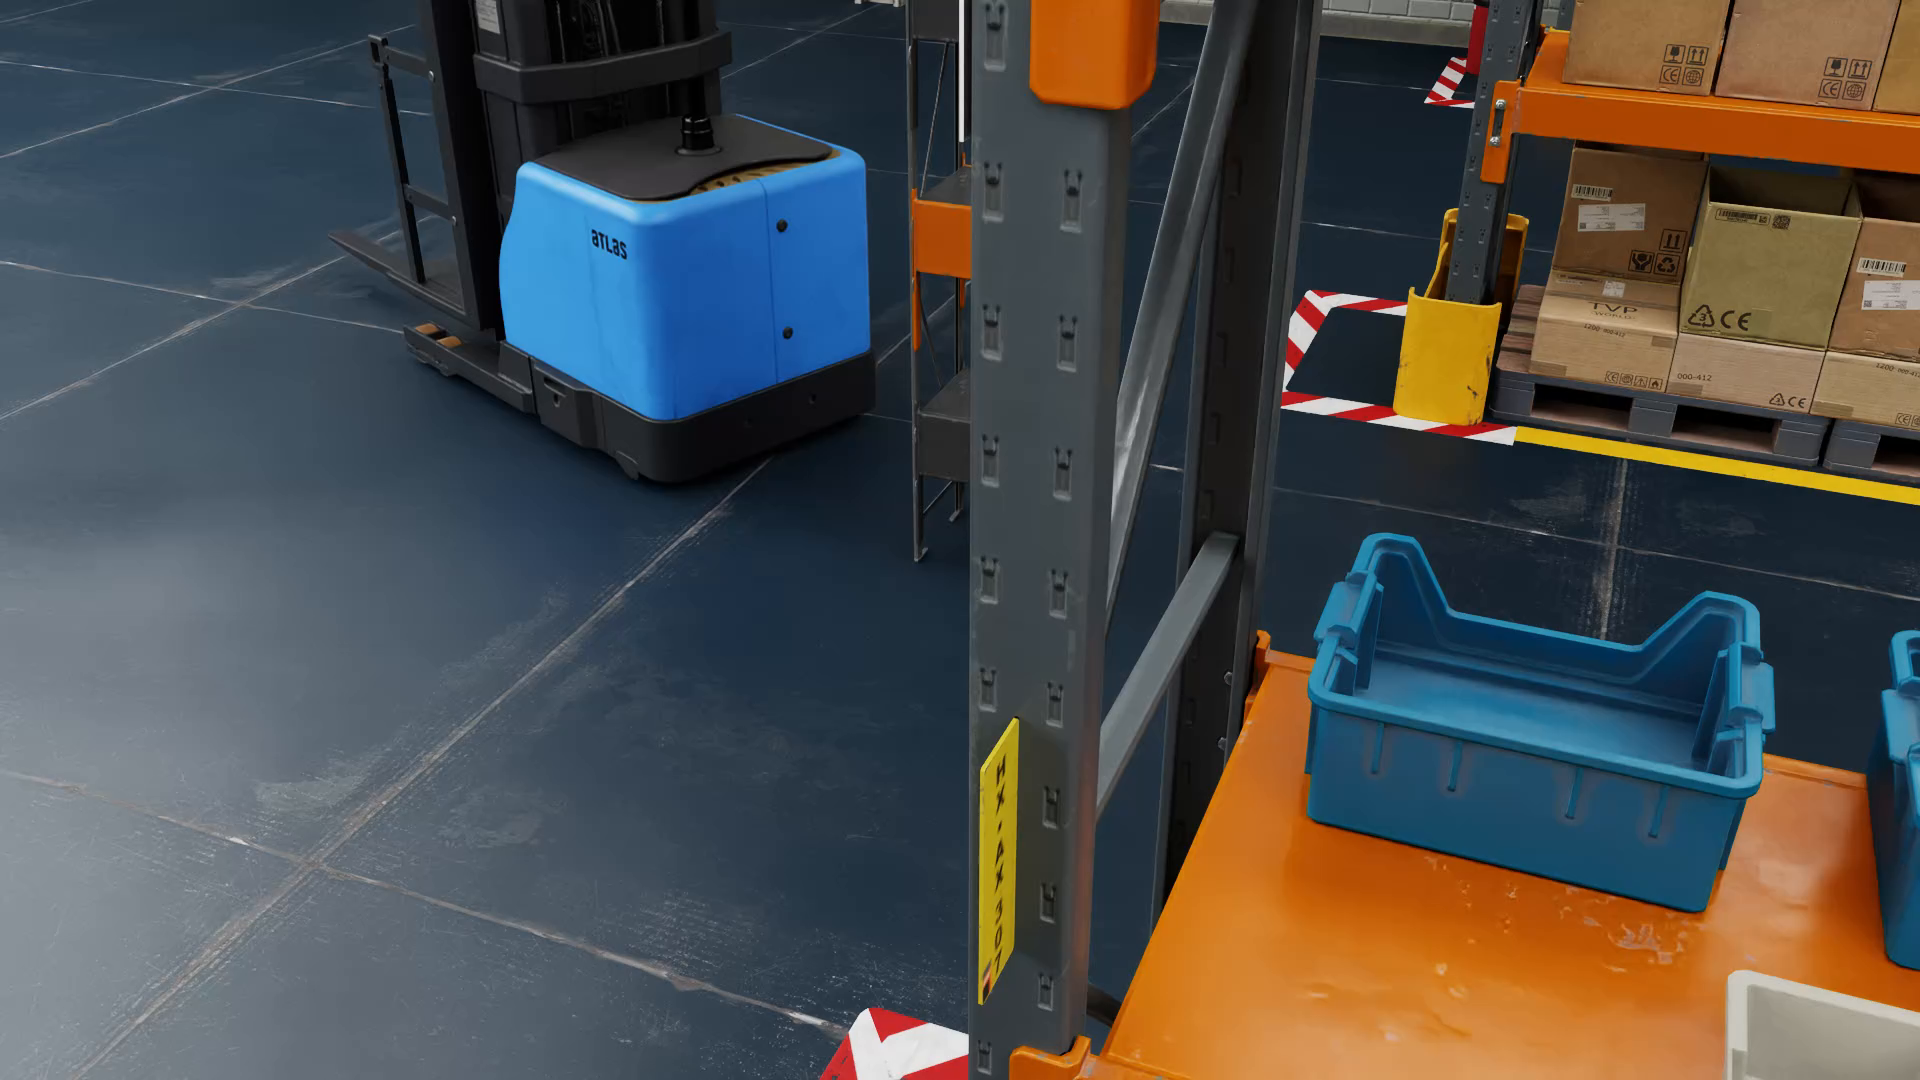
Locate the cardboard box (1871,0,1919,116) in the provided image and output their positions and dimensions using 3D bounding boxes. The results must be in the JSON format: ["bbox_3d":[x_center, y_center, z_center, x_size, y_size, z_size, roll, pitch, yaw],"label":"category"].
[{"bbox_3d":[3.492,-1.798,5.781,0.500,0.500,0.700,12,31,19],"label":"cardboard box"}]

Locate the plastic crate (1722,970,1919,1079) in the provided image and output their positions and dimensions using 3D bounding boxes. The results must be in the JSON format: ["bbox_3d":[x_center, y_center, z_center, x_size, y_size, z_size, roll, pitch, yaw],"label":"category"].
[{"bbox_3d":[0.960,0.649,1.822,0.250,0.136,0.298,11,31,19],"label":"plastic crate"}]

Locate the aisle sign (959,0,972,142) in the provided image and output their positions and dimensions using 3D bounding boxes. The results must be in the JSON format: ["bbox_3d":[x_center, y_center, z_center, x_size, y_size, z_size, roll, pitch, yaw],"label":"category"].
[{"bbox_3d":[0.075,-0.790,1.457,0.004,0.787,0.394,11,31,19],"label":"aisle sign"}]

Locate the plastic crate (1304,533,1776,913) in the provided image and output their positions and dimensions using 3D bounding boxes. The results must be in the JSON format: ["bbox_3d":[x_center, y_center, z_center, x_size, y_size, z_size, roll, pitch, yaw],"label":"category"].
[{"bbox_3d":[0.828,0.243,2.423,0.616,0.251,0.499,11,31,19],"label":"plastic crate"}]

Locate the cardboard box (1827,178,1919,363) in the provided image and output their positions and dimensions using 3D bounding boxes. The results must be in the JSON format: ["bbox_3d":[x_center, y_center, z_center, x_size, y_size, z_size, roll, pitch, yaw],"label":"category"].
[{"bbox_3d":[3.463,-0.969,6.022,0.500,0.500,0.500,11,31,19],"label":"cardboard box"}]

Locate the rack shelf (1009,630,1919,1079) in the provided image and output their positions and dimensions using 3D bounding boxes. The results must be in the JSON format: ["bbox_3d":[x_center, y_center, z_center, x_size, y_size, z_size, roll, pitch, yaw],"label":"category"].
[{"bbox_3d":[2.105,0.905,1.832,4.000,0.370,1.077,11,31,19],"label":"rack shelf"}]

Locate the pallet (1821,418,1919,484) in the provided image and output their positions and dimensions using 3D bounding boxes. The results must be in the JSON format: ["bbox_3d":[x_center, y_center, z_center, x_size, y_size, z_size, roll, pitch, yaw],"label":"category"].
[{"bbox_3d":[3.969,-0.473,6.373,1.213,0.211,1.003,11,31,19],"label":"pallet"}]

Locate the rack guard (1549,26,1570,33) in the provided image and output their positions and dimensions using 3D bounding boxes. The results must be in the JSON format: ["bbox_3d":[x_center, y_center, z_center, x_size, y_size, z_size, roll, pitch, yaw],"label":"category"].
[{"bbox_3d":[4.047,-3.193,10.891,0.348,0.500,1.175,11,31,19],"label":"rack guard"}]

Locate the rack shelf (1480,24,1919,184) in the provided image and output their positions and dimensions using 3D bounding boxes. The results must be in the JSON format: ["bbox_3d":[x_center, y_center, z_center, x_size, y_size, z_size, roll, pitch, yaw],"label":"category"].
[{"bbox_3d":[3.971,-1.353,5.826,4.000,0.370,1.077,11,31,19],"label":"rack shelf"}]

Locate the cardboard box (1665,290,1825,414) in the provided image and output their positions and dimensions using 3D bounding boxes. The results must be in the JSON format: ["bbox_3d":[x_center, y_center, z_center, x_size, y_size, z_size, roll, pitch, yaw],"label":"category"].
[{"bbox_3d":[2.996,-0.730,6.362,0.500,0.250,0.500,11,31,19],"label":"cardboard box"}]

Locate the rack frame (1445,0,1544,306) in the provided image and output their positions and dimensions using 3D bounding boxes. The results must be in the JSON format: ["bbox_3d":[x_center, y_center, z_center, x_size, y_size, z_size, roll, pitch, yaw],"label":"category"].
[{"bbox_3d":[2.118,-2.036,6.304,0.127,3.000,1.000,11,31,19],"label":"rack frame"}]

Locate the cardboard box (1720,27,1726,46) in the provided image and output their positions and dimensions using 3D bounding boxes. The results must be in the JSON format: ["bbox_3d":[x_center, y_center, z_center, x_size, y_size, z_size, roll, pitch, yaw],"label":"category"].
[{"bbox_3d":[4.584,-3.147,10.556,0.500,0.311,0.500,8,30,13],"label":"cardboard box"}]

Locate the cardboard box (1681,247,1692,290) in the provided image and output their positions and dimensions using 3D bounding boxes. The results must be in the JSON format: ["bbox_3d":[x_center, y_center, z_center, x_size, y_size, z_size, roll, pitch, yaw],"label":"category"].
[{"bbox_3d":[3.194,-0.970,6.786,0.500,0.250,0.500,11,31,19],"label":"cardboard box"}]

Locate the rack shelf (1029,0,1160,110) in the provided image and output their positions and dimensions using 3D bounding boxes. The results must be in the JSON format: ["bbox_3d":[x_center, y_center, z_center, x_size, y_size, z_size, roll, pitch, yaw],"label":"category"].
[{"bbox_3d":[2.105,-0.401,1.094,4.000,0.370,1.077,11,31,19],"label":"rack shelf"}]

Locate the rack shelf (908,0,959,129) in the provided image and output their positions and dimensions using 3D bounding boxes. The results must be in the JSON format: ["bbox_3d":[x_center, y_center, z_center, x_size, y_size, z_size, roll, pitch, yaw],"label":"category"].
[{"bbox_3d":[0.153,-1.481,4.841,0.480,0.518,0.431,11,31,19],"label":"rack shelf"}]

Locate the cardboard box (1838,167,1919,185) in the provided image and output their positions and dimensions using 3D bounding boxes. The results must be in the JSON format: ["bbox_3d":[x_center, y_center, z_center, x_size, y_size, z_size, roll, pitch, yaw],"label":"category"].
[{"bbox_3d":[3.659,-1.207,6.442,0.500,0.500,0.500,11,31,19],"label":"cardboard box"}]

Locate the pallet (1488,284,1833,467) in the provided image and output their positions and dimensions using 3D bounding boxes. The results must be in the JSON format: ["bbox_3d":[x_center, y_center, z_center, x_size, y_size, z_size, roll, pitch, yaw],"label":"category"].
[{"bbox_3d":[2.842,-0.700,6.774,1.213,0.211,1.003,11,31,19],"label":"pallet"}]

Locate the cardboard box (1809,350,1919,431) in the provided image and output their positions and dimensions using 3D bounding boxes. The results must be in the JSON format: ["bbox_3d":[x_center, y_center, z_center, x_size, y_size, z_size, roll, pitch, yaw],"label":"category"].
[{"bbox_3d":[3.459,-0.638,6.197,0.500,0.250,0.500,11,31,19],"label":"cardboard box"}]

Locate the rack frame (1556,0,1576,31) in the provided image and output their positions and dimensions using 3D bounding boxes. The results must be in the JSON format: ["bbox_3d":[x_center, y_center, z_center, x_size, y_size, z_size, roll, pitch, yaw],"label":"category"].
[{"bbox_3d":[3.977,-4.295,10.301,0.127,3.000,1.000,11,31,19],"label":"rack frame"}]

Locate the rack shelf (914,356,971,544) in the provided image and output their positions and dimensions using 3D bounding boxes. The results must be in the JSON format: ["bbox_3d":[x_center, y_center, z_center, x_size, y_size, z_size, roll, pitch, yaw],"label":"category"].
[{"bbox_3d":[0.153,-0.262,5.530,0.480,0.518,0.431,11,31,19],"label":"rack shelf"}]

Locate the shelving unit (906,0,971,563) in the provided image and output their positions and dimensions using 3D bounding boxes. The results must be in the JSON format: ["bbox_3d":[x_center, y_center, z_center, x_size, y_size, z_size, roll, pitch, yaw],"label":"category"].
[{"bbox_3d":[0.153,-0.883,5.179,0.503,2.100,0.431,11,31,19],"label":"shelving unit"}]

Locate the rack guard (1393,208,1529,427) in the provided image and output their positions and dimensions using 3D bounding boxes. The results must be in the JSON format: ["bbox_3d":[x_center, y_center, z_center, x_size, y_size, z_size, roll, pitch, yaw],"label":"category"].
[{"bbox_3d":[2.096,-0.952,6.927,0.348,0.500,1.175,11,31,19],"label":"rack guard"}]

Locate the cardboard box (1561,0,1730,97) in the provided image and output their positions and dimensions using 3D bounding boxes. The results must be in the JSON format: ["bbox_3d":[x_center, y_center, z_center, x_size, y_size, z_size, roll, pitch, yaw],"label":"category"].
[{"bbox_3d":[2.546,-1.987,6.116,0.500,0.500,0.700,11,31,19],"label":"cardboard box"}]

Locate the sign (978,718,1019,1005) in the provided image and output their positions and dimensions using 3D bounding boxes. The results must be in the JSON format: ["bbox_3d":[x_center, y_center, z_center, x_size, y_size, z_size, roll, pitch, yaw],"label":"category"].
[{"bbox_3d":[0.041,0.351,1.799,0.005,0.325,0.100,11,31,19],"label":"sign"}]

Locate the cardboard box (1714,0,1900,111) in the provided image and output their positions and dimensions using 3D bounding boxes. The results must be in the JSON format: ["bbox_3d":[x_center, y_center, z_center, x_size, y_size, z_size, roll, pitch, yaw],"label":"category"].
[{"bbox_3d":[3.034,-1.892,5.948,0.500,0.500,0.700,12,32,20],"label":"cardboard box"}]

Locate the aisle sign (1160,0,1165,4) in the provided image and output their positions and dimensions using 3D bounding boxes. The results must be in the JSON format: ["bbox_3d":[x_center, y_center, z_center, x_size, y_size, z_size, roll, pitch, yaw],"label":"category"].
[{"bbox_3d":[0.297,-1.059,1.933,0.004,0.787,0.394,11,31,19],"label":"aisle sign"}]

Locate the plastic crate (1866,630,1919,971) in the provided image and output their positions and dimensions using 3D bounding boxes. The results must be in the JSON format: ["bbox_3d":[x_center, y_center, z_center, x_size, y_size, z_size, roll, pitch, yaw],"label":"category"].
[{"bbox_3d":[1.428,0.365,2.206,0.408,0.251,0.499,11,31,19],"label":"plastic crate"}]

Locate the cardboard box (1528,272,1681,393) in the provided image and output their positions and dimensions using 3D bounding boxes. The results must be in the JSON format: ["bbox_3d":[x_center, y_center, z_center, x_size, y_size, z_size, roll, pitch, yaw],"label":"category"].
[{"bbox_3d":[2.531,-0.821,6.522,0.500,0.250,0.500,11,31,19],"label":"cardboard box"}]

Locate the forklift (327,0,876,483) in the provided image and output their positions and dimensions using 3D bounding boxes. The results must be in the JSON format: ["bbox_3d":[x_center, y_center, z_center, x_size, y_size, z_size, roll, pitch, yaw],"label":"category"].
[{"bbox_3d":[-1.712,-2.113,6.510,1.130,2.935,3.031,-25,38,-37],"label":"forklift"}]

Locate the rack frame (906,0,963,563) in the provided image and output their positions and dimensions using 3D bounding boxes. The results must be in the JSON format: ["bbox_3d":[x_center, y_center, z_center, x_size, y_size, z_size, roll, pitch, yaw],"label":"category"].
[{"bbox_3d":[-0.073,-0.929,5.259,0.015,2.100,0.400,11,31,19],"label":"rack frame"}]

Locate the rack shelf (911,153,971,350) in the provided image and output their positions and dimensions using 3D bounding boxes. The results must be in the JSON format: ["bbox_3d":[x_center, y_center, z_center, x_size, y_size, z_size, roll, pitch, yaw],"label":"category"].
[{"bbox_3d":[0.153,-0.872,5.186,0.480,0.518,0.431,11,31,19],"label":"rack shelf"}]

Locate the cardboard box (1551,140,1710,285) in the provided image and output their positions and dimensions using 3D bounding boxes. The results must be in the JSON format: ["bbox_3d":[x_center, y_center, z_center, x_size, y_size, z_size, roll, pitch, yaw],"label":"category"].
[{"bbox_3d":[2.727,-1.385,6.757,0.500,0.500,0.500,11,31,19],"label":"cardboard box"}]

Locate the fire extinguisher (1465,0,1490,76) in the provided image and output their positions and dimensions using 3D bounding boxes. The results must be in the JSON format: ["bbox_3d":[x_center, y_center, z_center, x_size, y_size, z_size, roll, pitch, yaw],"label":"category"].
[{"bbox_3d":[2.183,-2.236,6.736,0.183,0.674,0.296,11,31,19],"label":"fire extinguisher"}]

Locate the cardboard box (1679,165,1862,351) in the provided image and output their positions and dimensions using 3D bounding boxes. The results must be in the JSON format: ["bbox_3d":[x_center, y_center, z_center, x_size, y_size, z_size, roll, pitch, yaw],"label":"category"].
[{"bbox_3d":[2.995,-1.056,6.176,0.500,0.500,0.500,11,31,19],"label":"cardboard box"}]

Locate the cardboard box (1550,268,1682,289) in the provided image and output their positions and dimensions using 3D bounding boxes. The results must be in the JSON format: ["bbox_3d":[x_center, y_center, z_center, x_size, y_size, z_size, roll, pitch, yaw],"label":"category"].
[{"bbox_3d":[2.726,-1.057,6.940,0.500,0.250,0.500,11,31,19],"label":"cardboard box"}]
